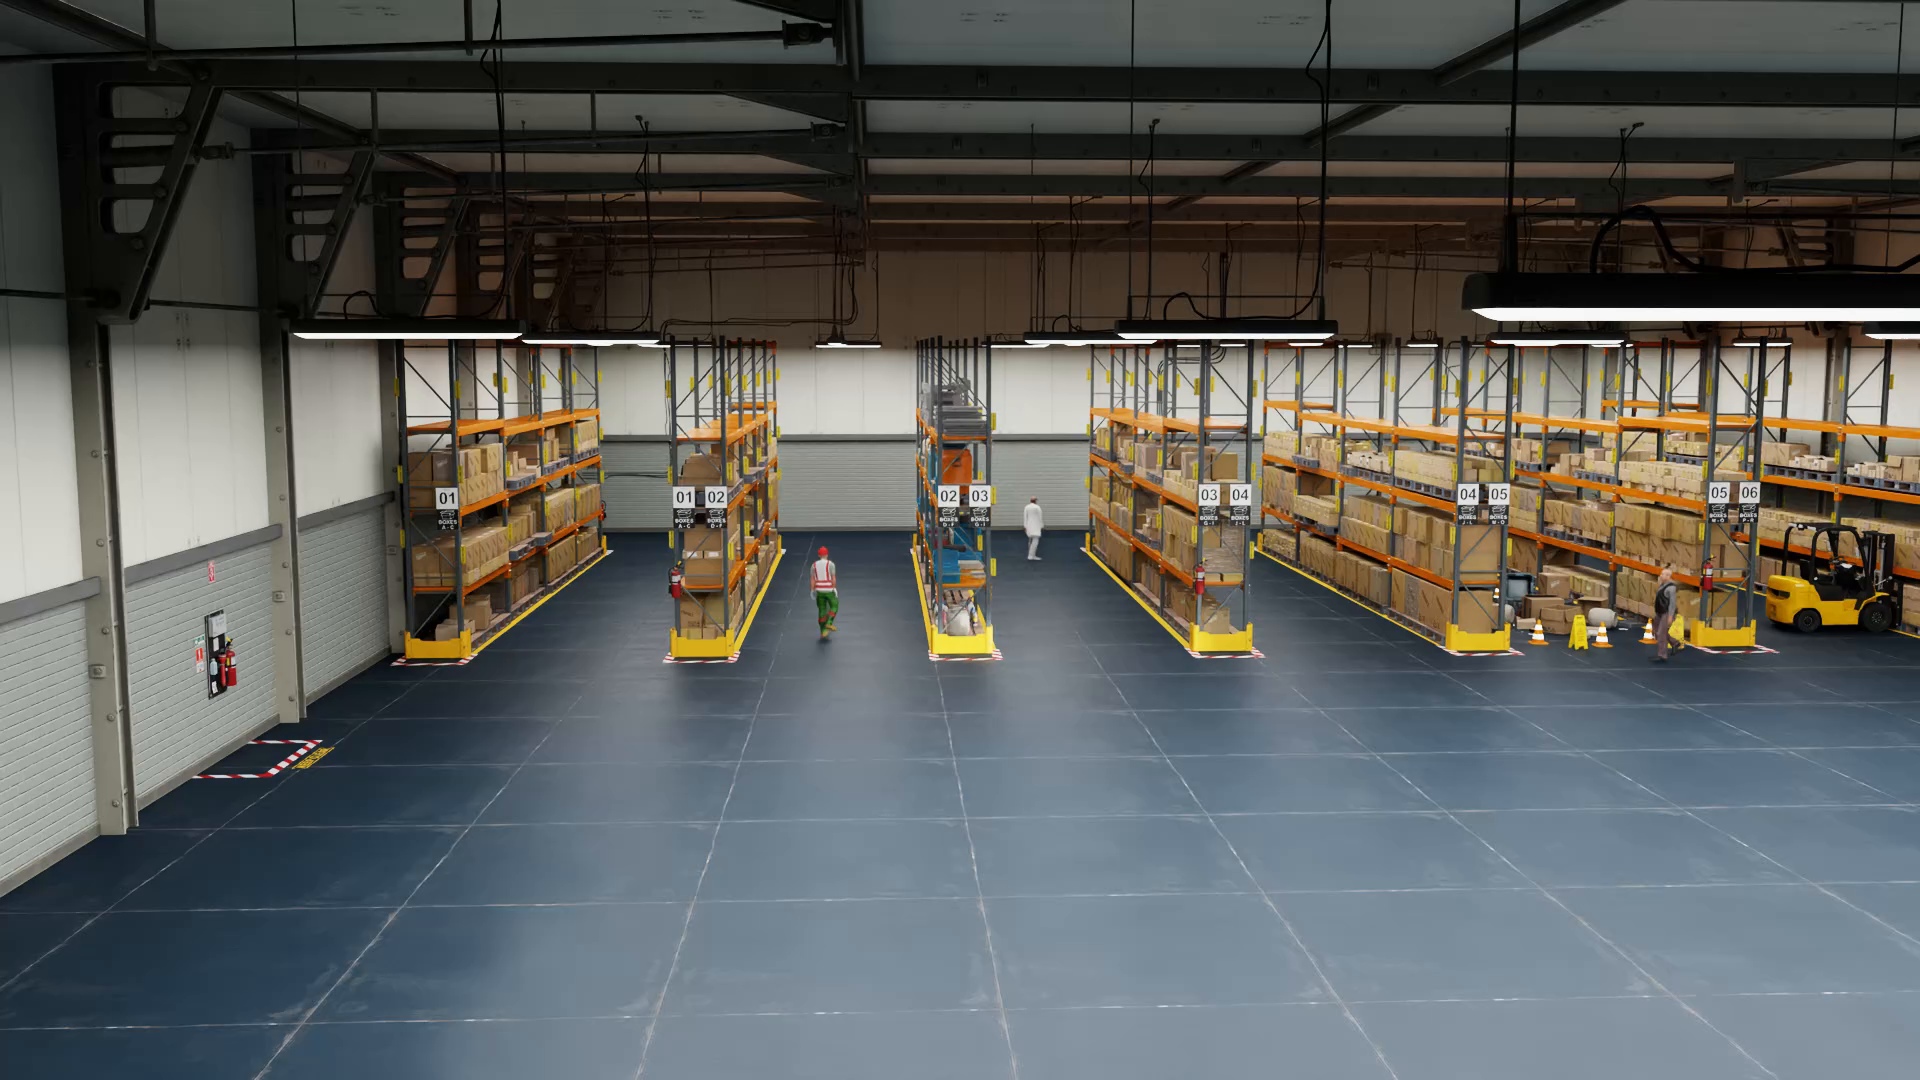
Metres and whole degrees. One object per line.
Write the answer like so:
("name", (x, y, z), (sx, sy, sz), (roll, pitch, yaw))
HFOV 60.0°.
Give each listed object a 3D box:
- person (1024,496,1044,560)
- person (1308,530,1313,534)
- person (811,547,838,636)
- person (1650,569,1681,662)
("person", (2.007, -0.337, 45.627), (0.617, 1.773, 0.797), (6, 9, 42))
("person", (10.448, -0.588, 48.587), (0.531, 1.724, 0.502), (4, 8, 32))
("person", (-2.731, 1.034, 33.503), (0.576, 1.778, 0.521), (1, 7, 10))
("person", (13.063, 1.382, 30.653), (0.664, 1.711, 0.540), (-1, 7, -5))
